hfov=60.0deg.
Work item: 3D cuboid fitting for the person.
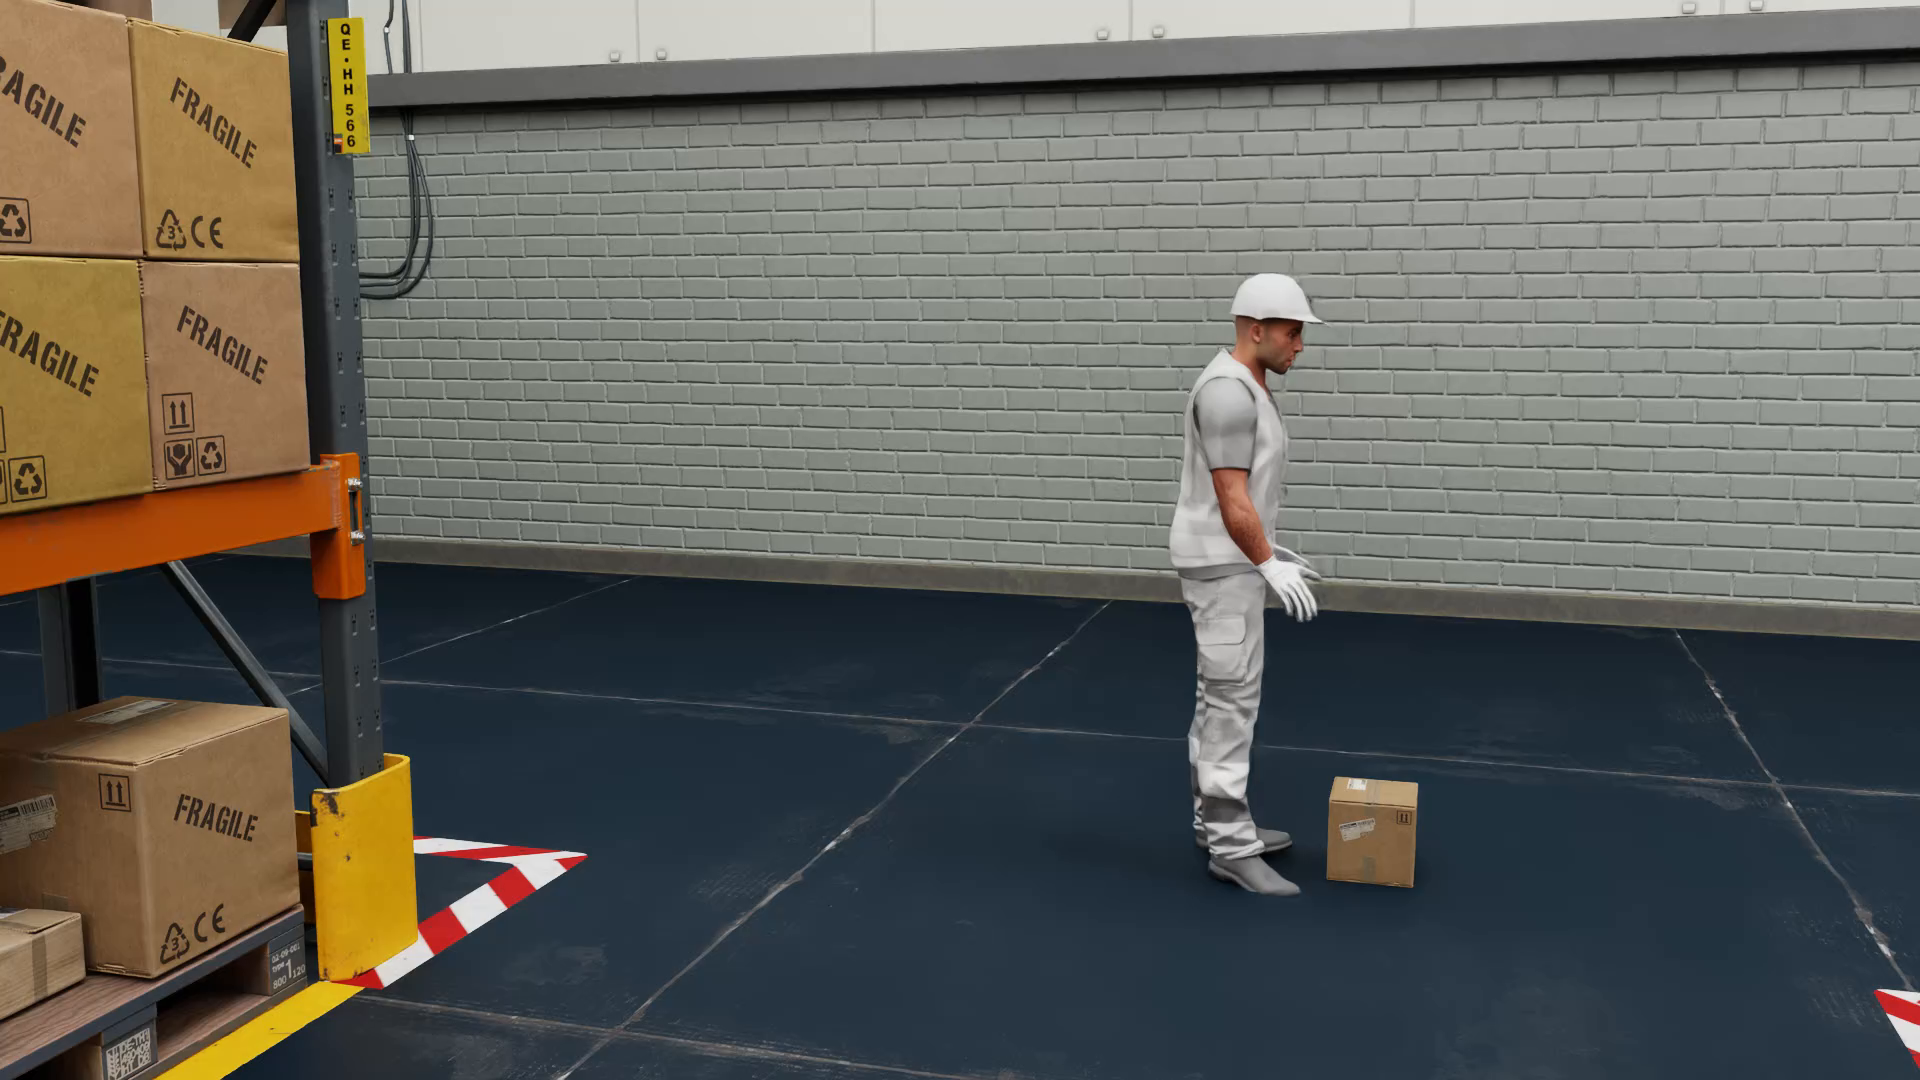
[{"bbox_3d":[0.861,0.117,5.005,0.459,1.815,0.560,2,9,16],"label":"person"}]
